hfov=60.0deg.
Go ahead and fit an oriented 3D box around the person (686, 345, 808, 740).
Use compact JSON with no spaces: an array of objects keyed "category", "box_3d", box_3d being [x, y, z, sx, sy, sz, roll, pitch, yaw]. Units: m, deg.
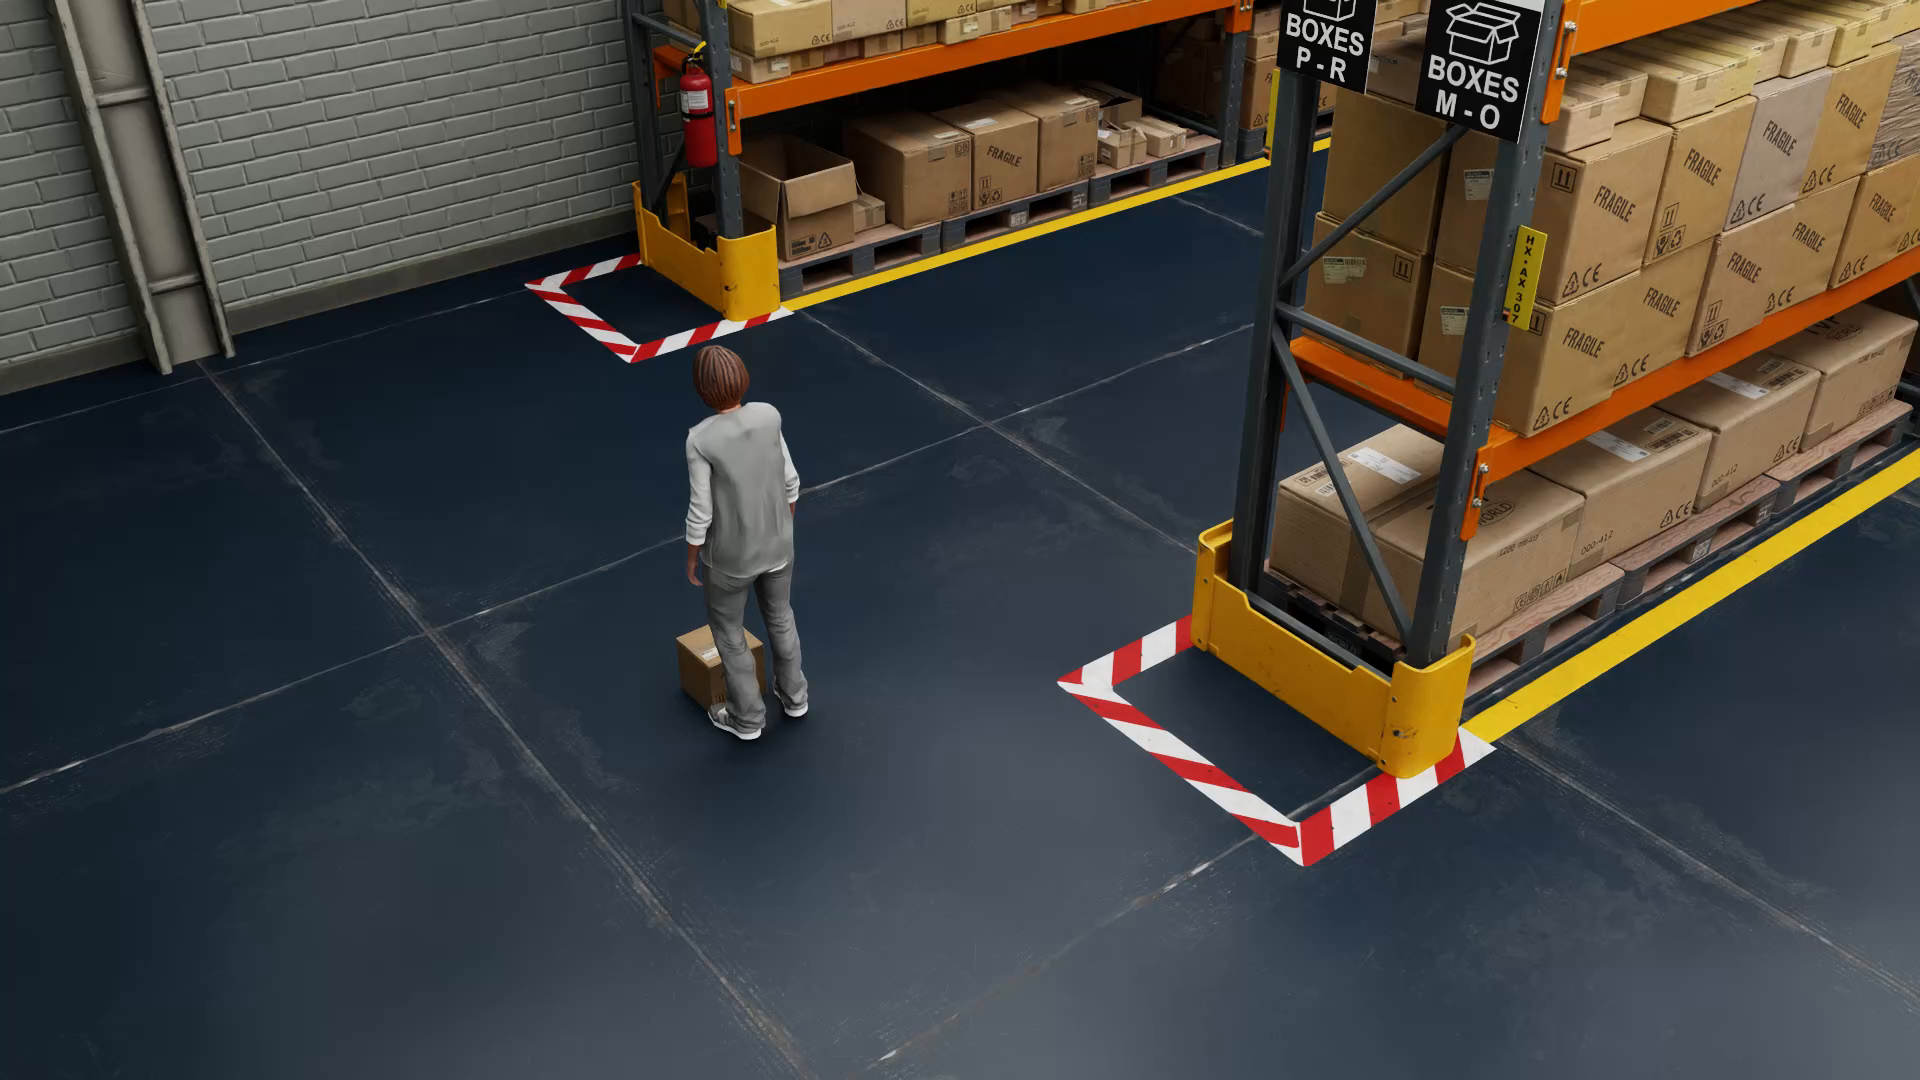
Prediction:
[{"category":"person","box_3d":[-0.789,0.035,6.092,0.462,1.593,0.343,-22,39,-31]}]
